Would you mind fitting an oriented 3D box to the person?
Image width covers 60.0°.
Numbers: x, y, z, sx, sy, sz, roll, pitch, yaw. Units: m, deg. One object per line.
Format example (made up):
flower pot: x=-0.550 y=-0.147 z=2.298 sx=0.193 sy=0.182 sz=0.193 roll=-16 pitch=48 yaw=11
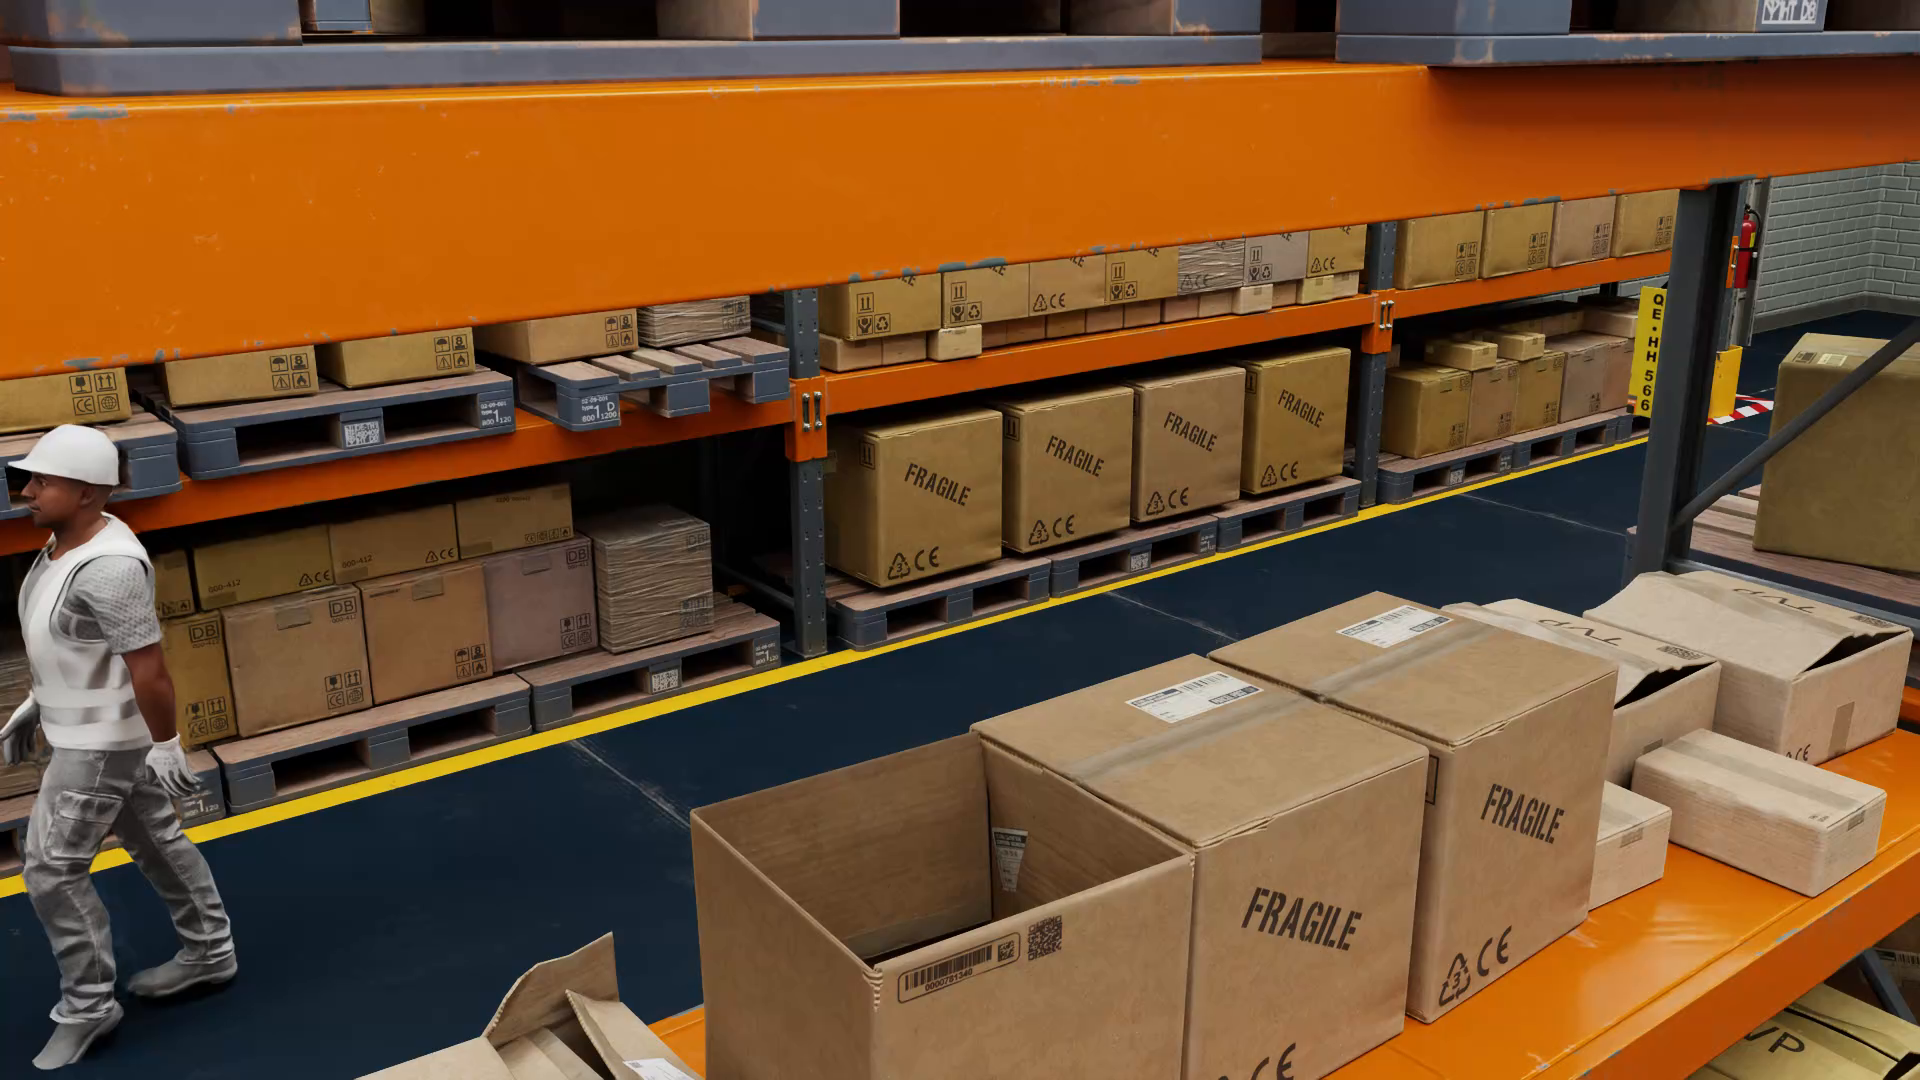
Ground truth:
person: x=-2.478 y=0.588 z=4.726 sx=0.602 sy=1.854 sz=0.544 roll=-10 pitch=20 yaw=-29
